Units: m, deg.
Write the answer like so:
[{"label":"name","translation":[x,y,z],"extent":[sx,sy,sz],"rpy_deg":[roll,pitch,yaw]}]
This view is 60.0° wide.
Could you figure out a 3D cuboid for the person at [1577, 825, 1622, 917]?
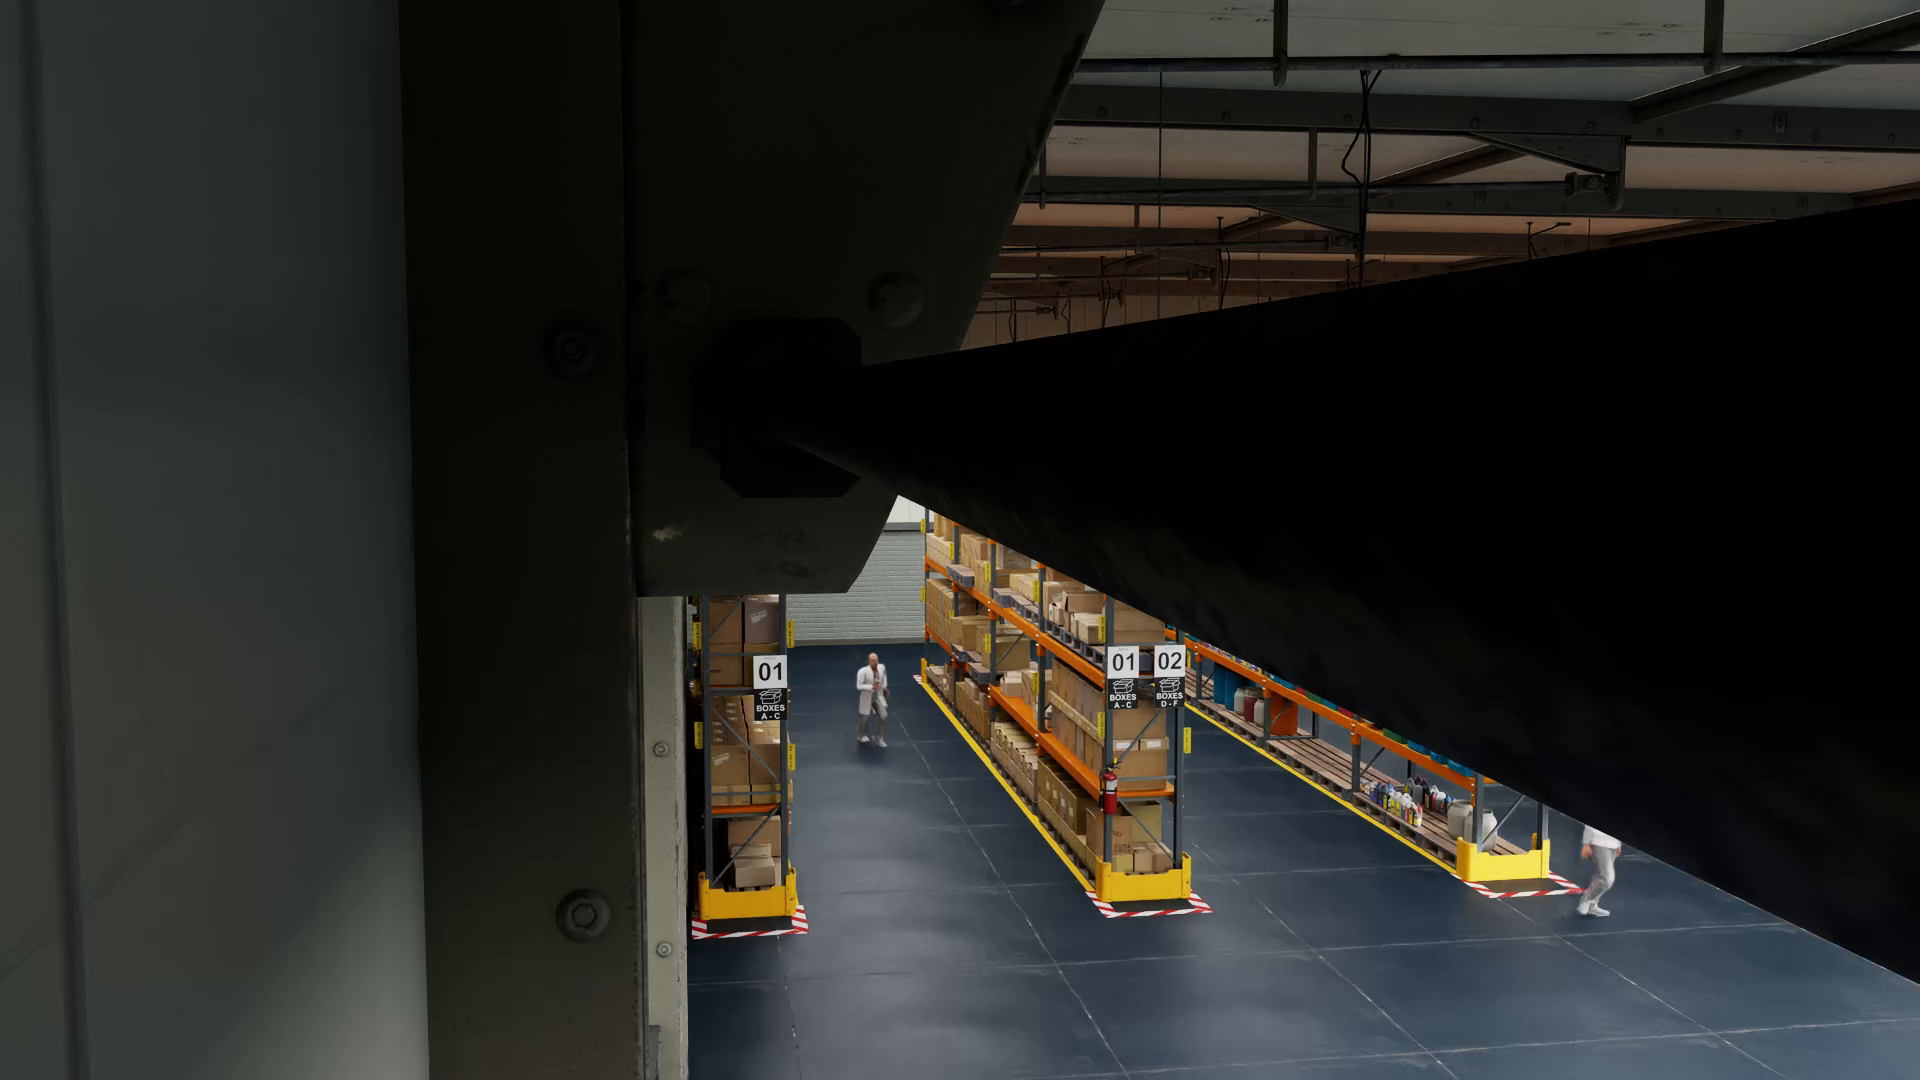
[{"label":"person","translation":[7.749,3.676,20.050],"extent":[0.632,1.768,0.444],"rpy_deg":[-5,7,-43]}]

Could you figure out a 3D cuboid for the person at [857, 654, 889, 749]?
[{"label":"person","translation":[-1.574,2.864,29.756],"extent":[0.706,1.730,1.035],"rpy_deg":[-2,5,-24]}]
